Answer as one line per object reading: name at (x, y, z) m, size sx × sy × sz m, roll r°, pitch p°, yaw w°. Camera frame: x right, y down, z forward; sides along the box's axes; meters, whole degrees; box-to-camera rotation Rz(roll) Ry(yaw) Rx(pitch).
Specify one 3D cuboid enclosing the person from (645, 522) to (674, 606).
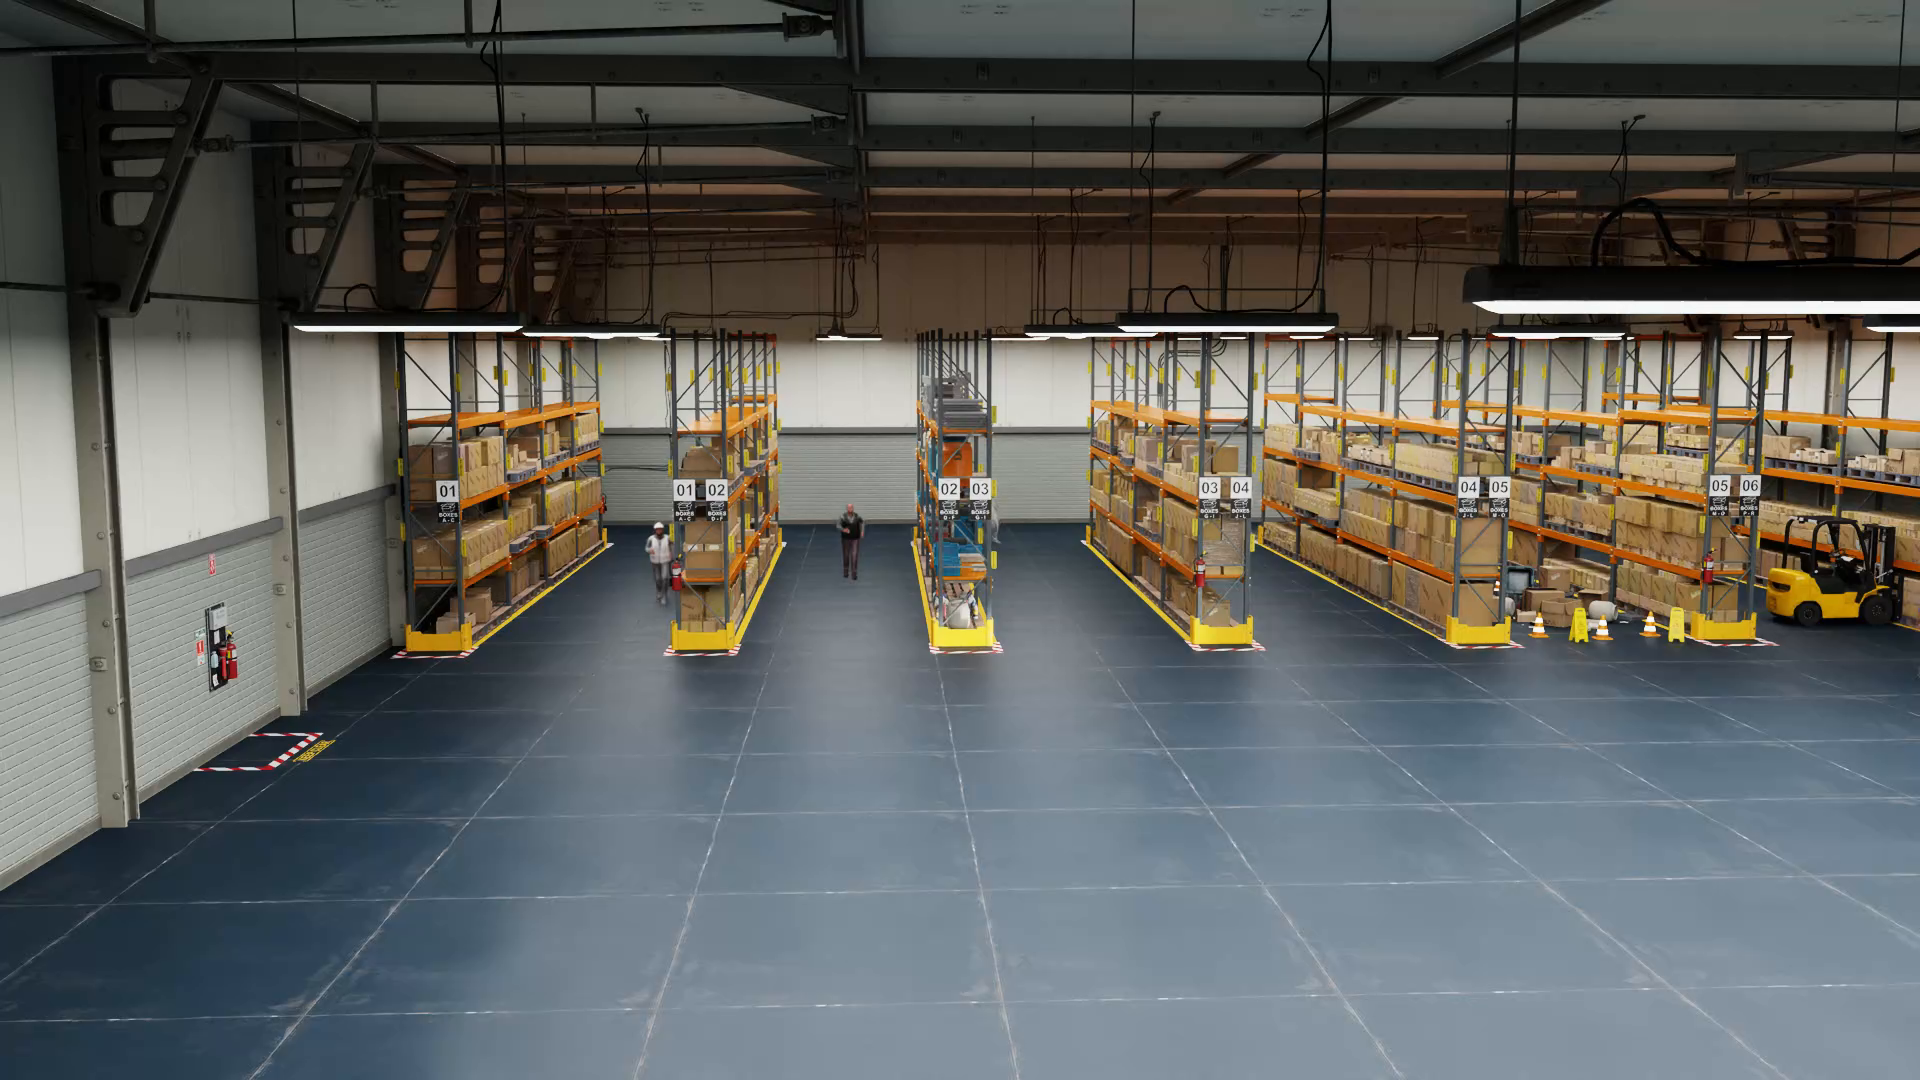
person at (-6.652, 0.494, 36.866) m, size 0.610 × 1.805 × 0.889 m, roll 0°, pitch 7°, yaw -2°

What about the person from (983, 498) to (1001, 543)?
person at (0.792, -0.755, 47.845) m, size 0.634 × 1.701 × 0.733 m, roll 7°, pitch 9°, yaw 45°

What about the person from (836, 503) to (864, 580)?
person at (-2.545, 0.017, 38.701) m, size 0.676 × 1.771 × 0.808 m, roll -1°, pitch 7°, yaw -9°

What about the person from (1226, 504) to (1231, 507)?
person at (7.420, -0.576, 46.909) m, size 0.548 × 1.564 × 0.560 m, roll -1°, pitch 7°, yaw -7°
